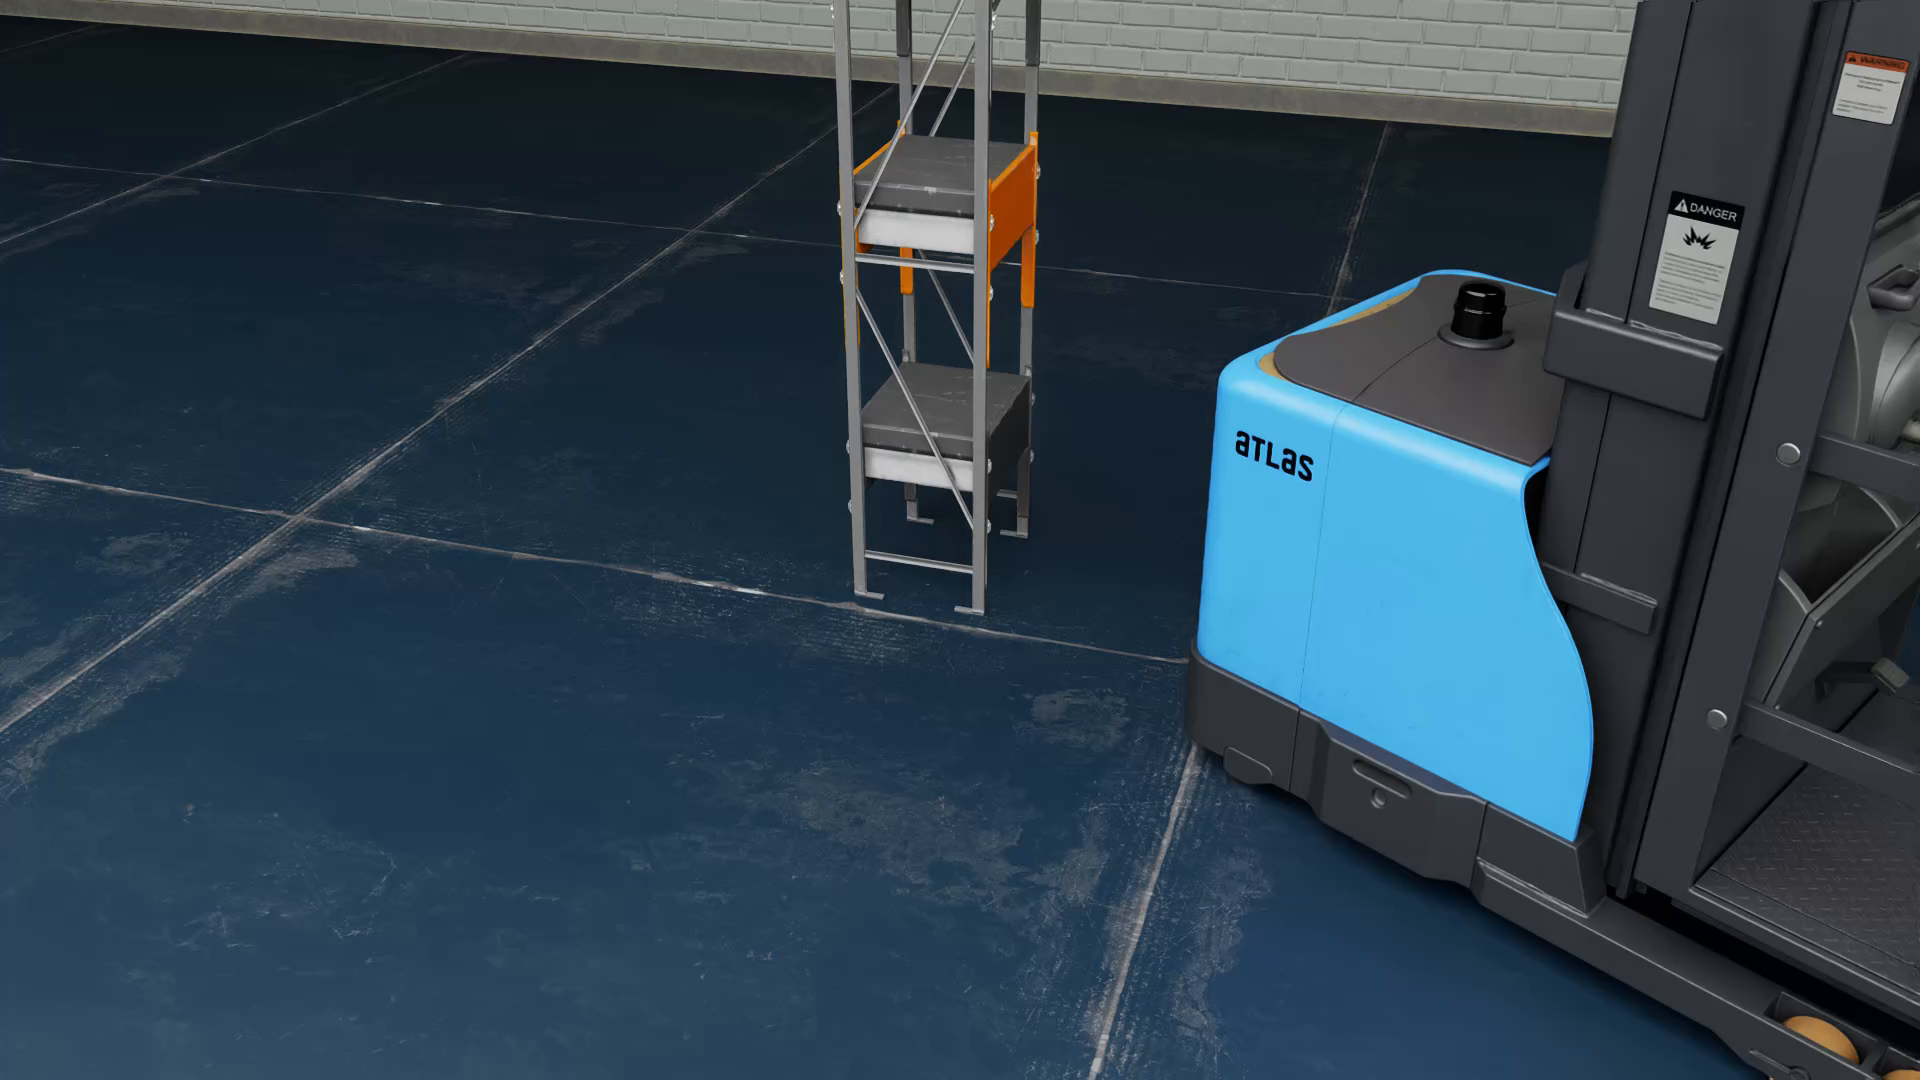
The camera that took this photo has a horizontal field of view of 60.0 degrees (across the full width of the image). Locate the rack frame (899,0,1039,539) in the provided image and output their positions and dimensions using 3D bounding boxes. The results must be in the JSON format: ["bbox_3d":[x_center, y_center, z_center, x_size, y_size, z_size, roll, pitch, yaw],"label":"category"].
[{"bbox_3d":[0.023,-0.954,4.805,0.400,2.100,0.015,8,30,15],"label":"rack frame"}]

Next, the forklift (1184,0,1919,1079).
[{"bbox_3d":[1.961,-0.392,2.941,1.130,2.935,3.031,-25,38,-38],"label":"forklift"}]

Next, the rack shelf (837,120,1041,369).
[{"bbox_3d":[-0.049,-0.829,4.608,0.431,0.518,0.480,8,30,15],"label":"rack shelf"}]

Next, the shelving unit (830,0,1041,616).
[{"bbox_3d":[-0.049,-0.841,4.601,0.431,2.100,0.503,8,30,15],"label":"shelving unit"}]

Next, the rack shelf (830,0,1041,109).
[{"bbox_3d":[-0.049,-1.440,4.268,0.431,0.518,0.480,8,30,15],"label":"rack shelf"}]

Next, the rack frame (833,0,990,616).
[{"bbox_3d":[-0.120,-0.727,4.397,0.400,2.100,0.015,8,30,15],"label":"rack frame"}]

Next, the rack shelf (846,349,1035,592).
[{"bbox_3d":[-0.049,-0.217,4.948,0.431,0.518,0.480,8,30,15],"label":"rack shelf"}]
